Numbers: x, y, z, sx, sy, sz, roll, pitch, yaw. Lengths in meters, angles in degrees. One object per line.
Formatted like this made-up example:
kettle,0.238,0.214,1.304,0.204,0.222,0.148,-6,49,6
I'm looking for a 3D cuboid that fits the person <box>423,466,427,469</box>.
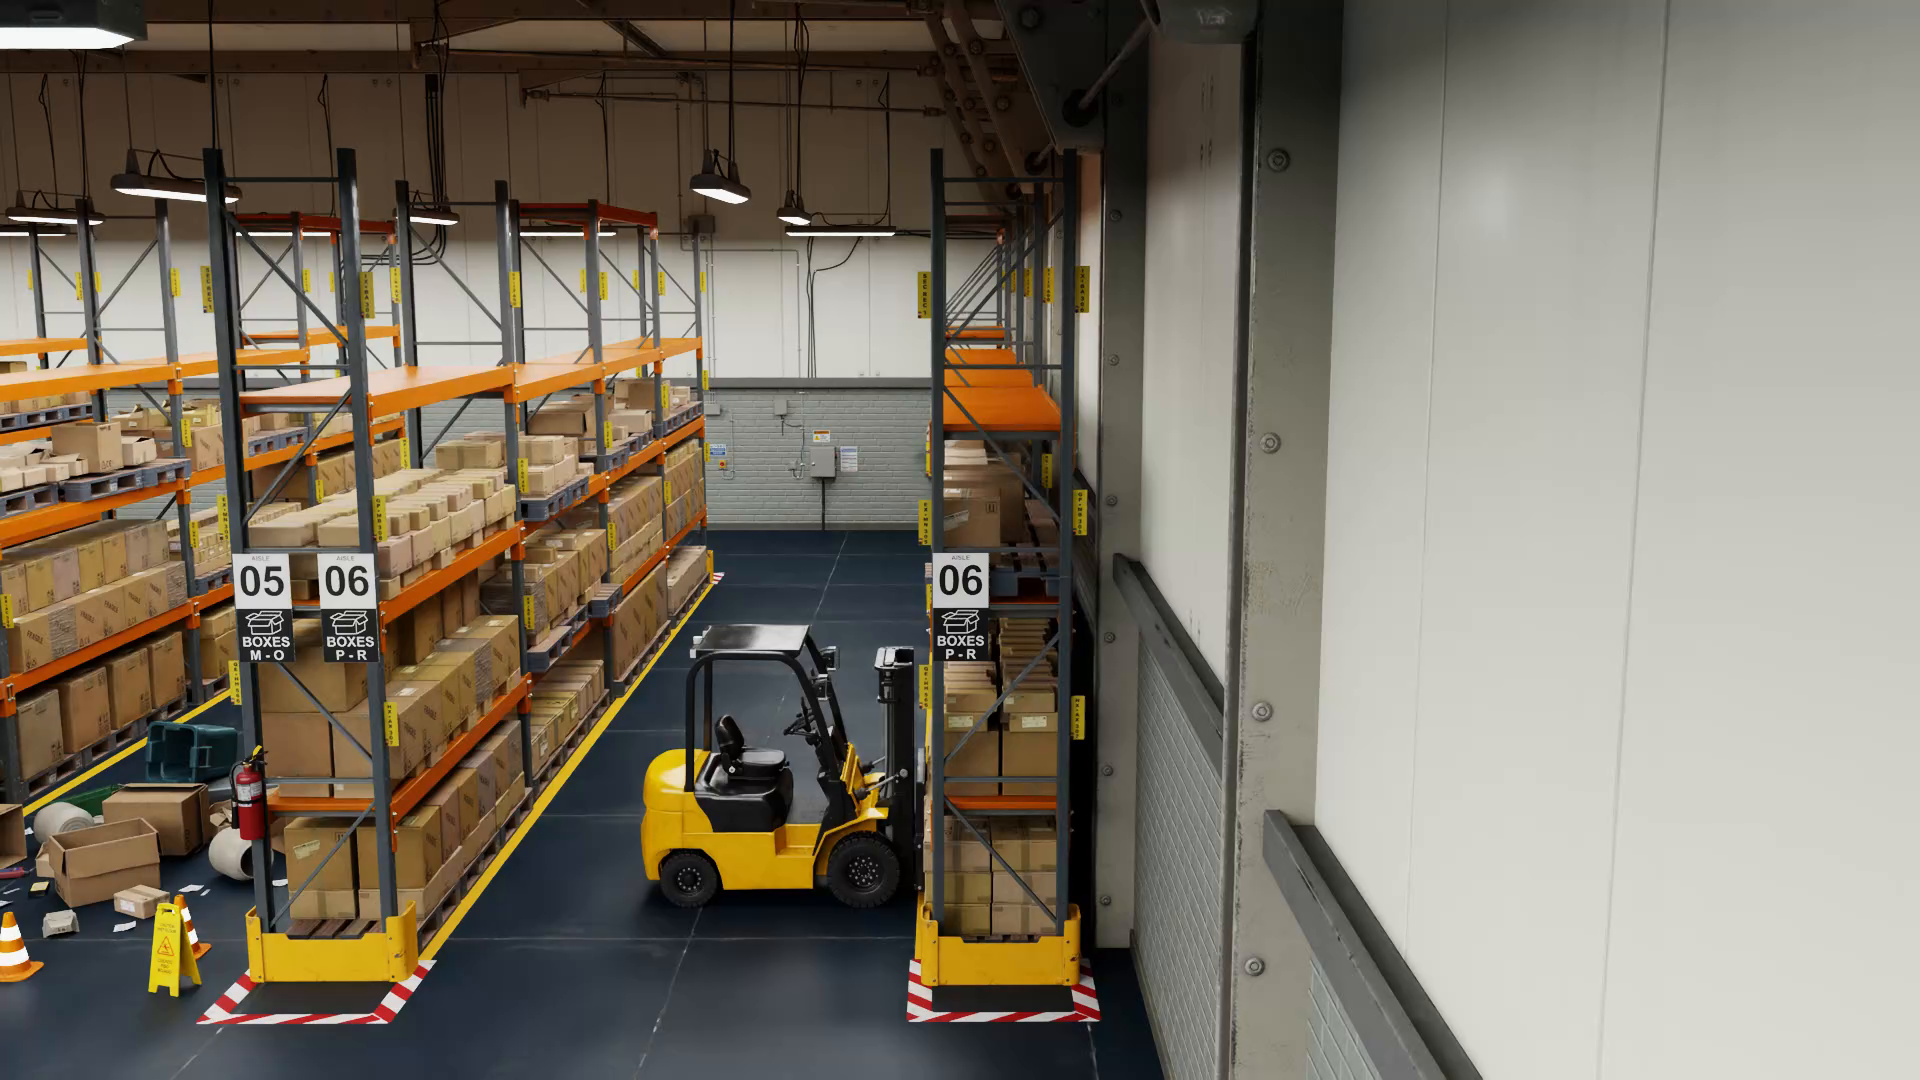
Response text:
person,-9.357,-0.388,29.327,0.963,1.817,0.730,-3,10,-19
